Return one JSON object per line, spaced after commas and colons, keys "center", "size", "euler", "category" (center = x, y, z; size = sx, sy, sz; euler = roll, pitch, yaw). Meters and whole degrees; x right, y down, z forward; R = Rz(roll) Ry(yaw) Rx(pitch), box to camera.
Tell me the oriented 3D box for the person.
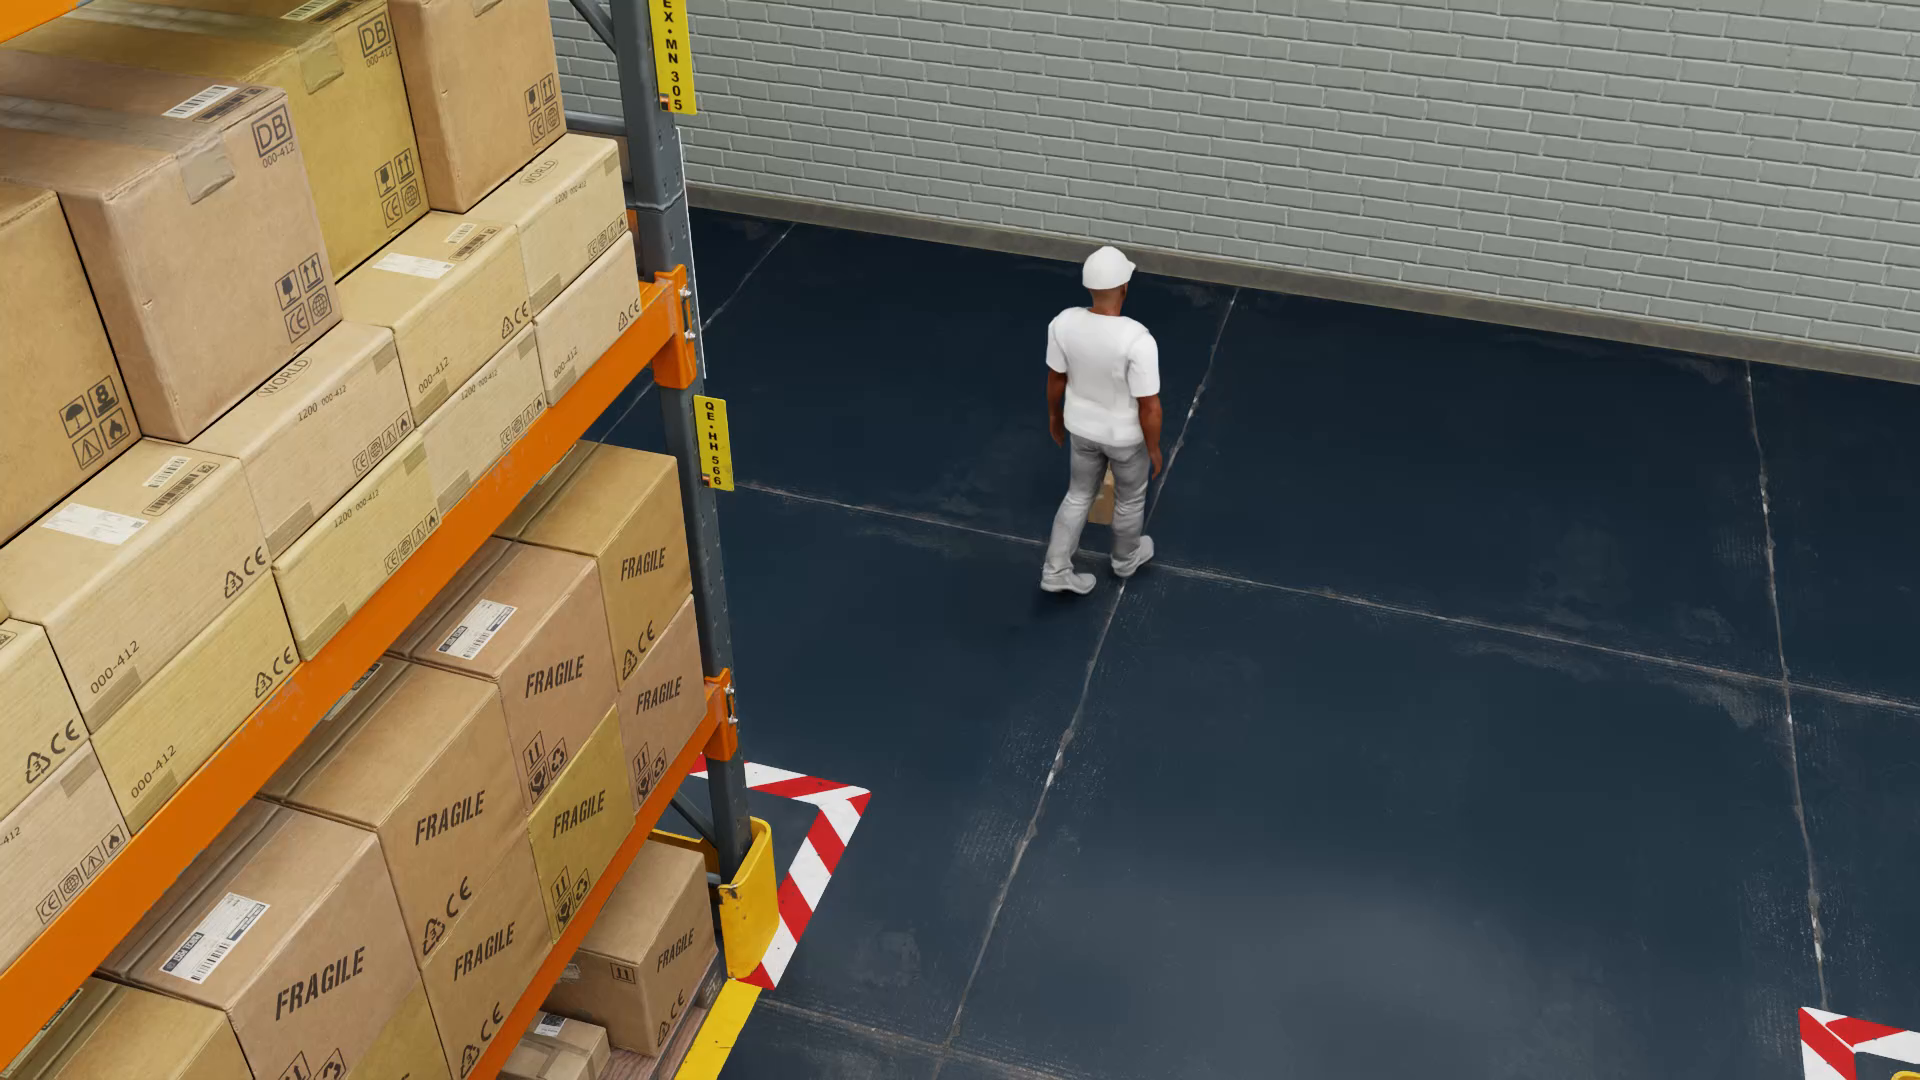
{"center": [0.686, -0.527, 7.572], "size": [0.606, 1.762, 0.693], "euler": [22, 42, 26], "category": "person"}
